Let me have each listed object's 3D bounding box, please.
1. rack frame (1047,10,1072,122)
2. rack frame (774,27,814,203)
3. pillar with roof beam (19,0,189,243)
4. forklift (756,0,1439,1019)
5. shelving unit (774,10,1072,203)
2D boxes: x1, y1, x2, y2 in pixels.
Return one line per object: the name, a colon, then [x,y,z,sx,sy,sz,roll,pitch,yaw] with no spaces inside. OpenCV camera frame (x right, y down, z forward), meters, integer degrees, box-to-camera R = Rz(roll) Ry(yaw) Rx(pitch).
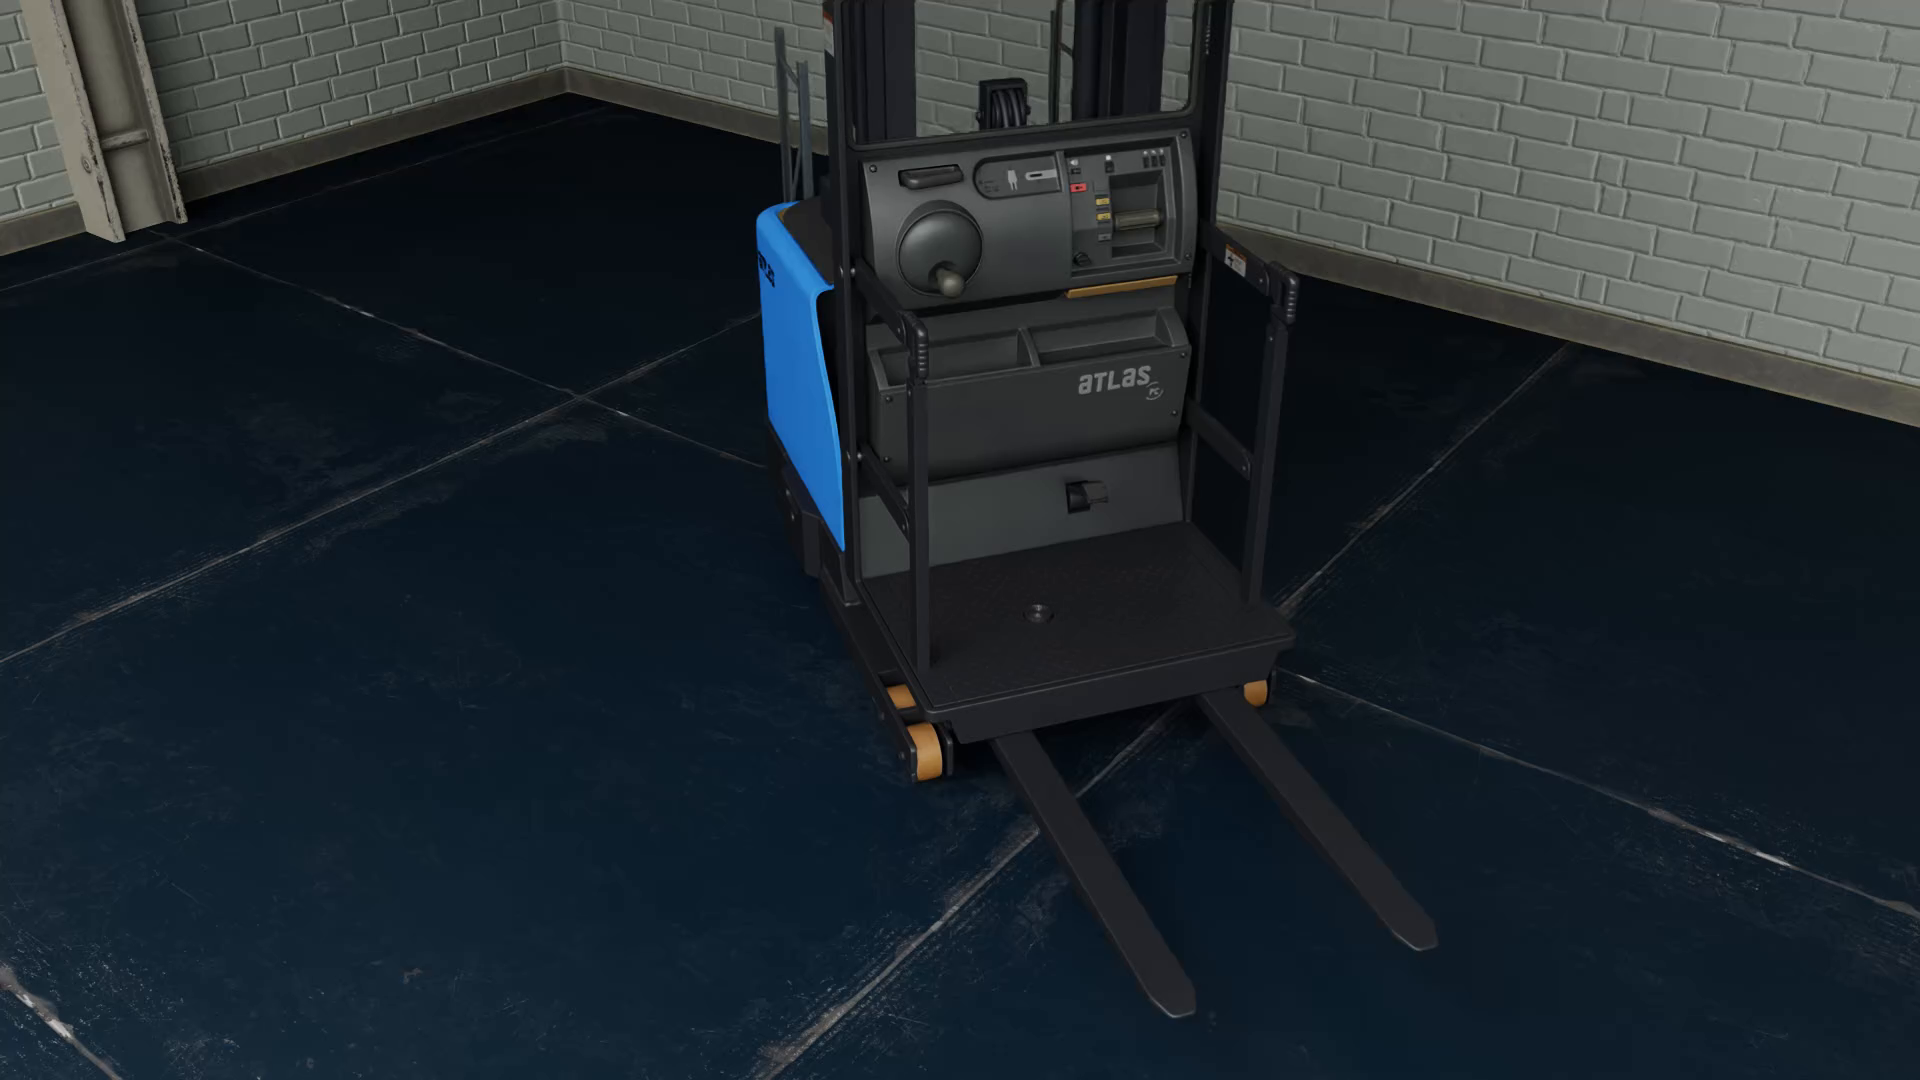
rack frame: [0.407,-1.169,6.252,0.032,1.500,0.500,-8,32,-13]
rack frame: [-0.576,-1.036,6.028,0.032,1.500,0.500,-8,32,-13]
pillar with roof beam: [-0.750,-4.145,3.917,9.100,9.000,0.400,21,37,31]
forklift: [0.273,-0.825,4.267,1.130,2.935,3.031,-10,32,-16]
shelving unit: [-0.093,-1.102,6.138,1.083,1.500,0.587,-8,32,-13]
